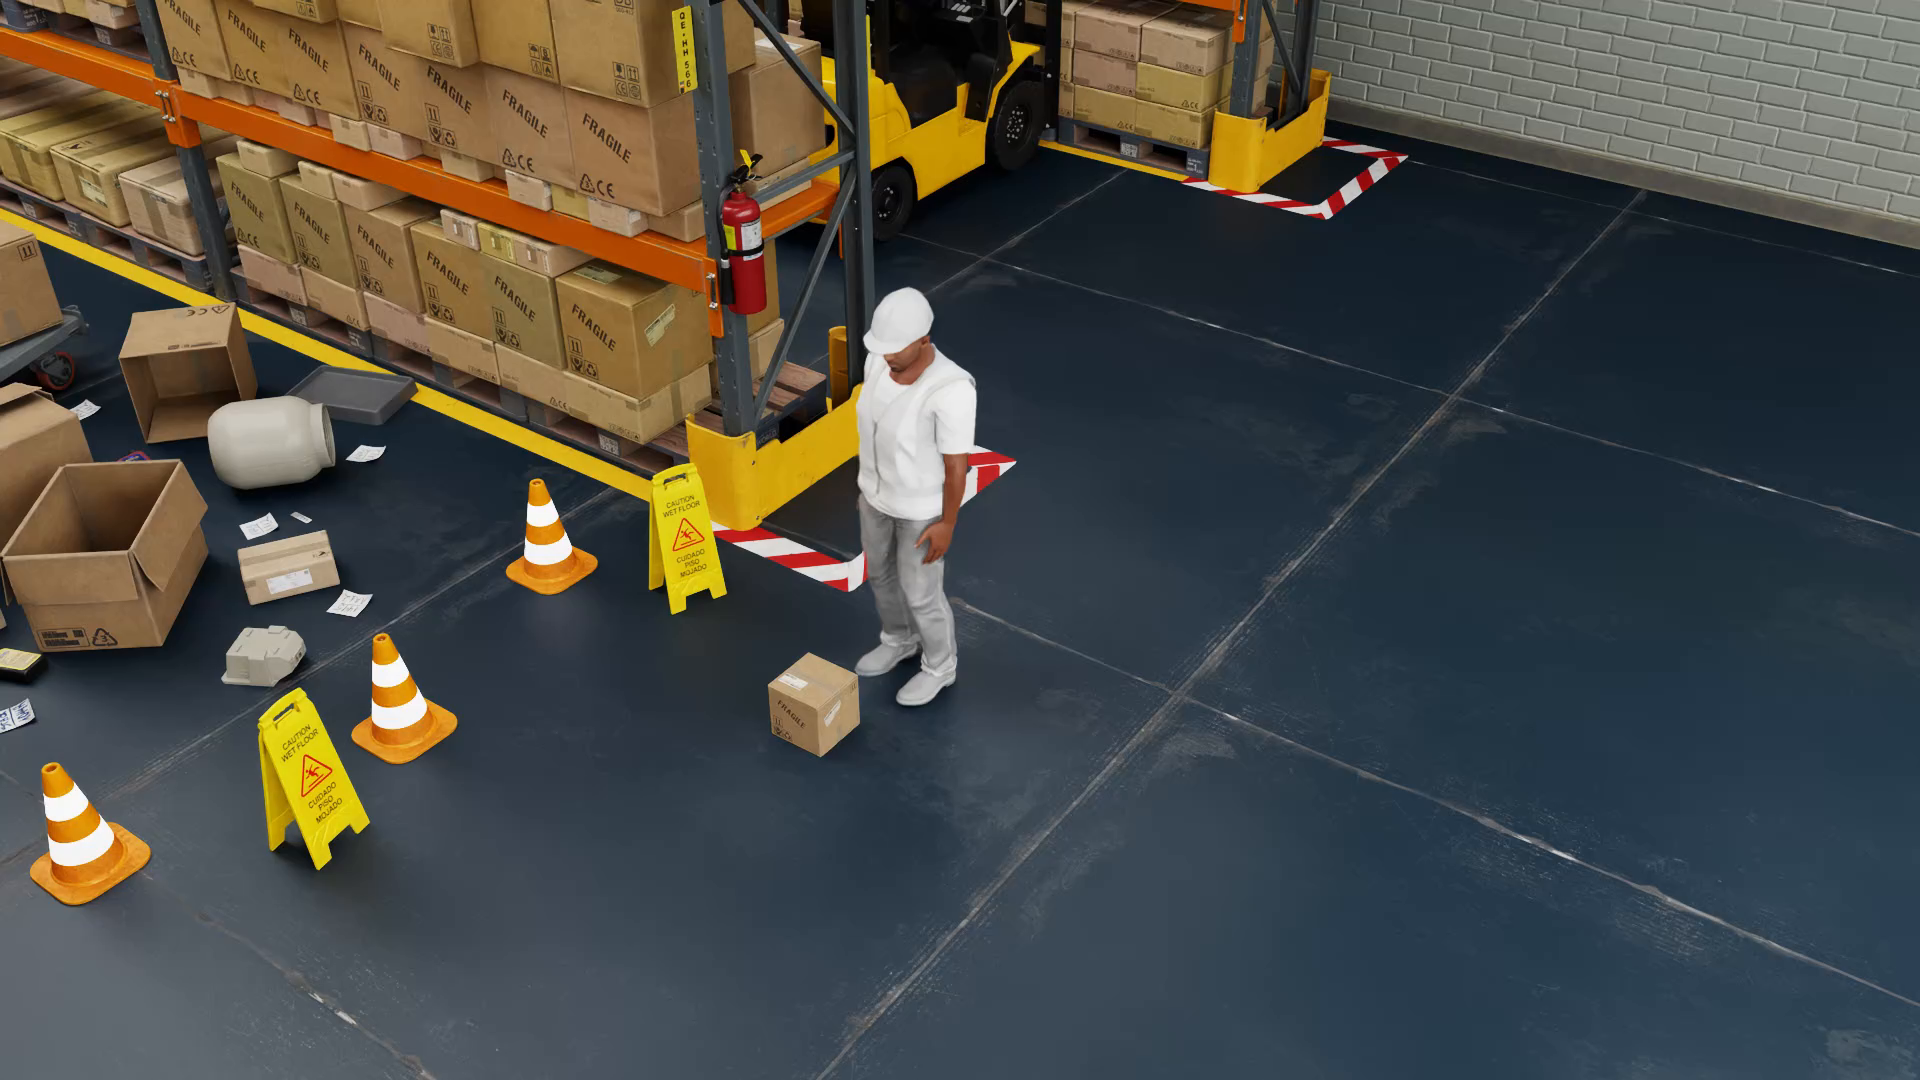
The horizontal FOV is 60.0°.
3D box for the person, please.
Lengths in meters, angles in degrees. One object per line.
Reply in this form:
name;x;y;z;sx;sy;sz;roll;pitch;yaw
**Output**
person;-0.190;-0.161;6.365;0.368;1.761;0.568;-27;43;-34
